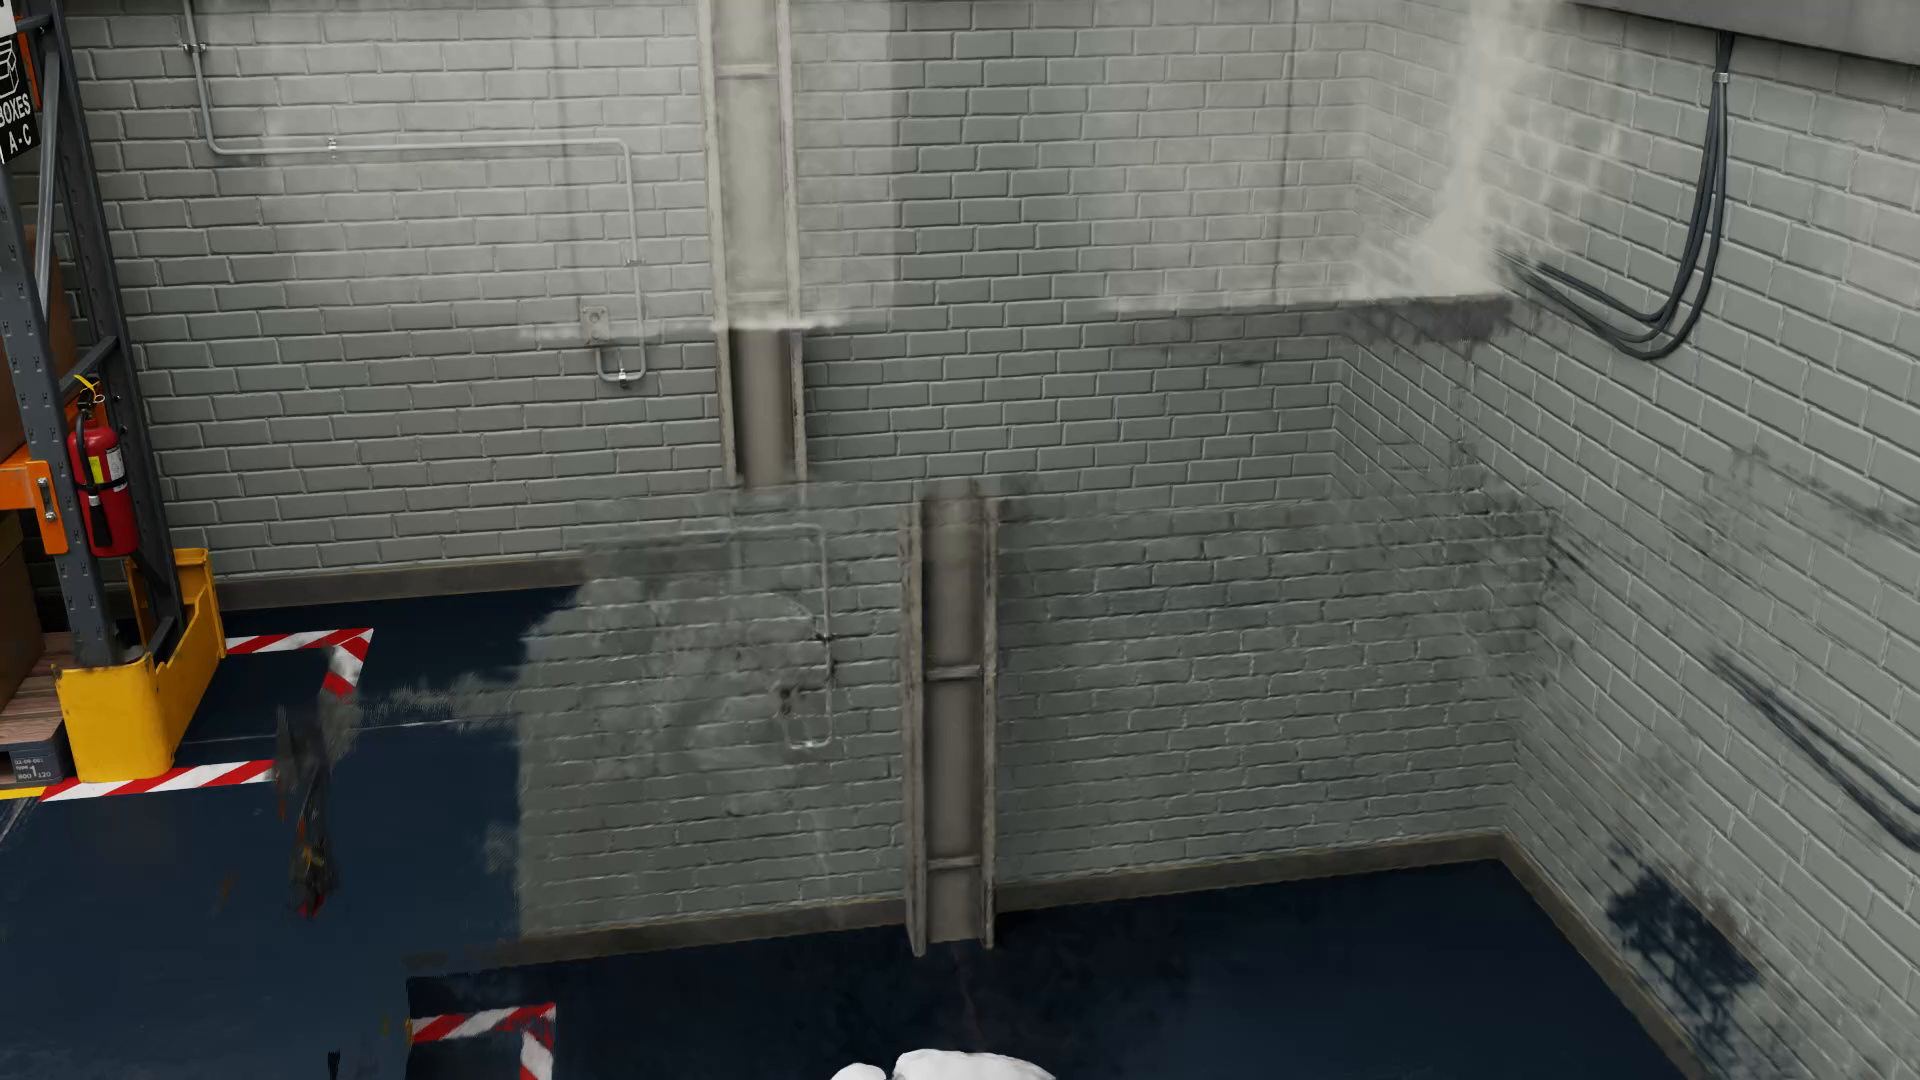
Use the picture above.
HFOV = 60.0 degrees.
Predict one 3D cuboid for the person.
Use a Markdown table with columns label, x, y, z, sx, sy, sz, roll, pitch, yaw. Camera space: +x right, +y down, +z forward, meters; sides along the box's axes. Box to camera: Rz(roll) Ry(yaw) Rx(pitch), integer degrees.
| label | x | y | z | sx | sy | sz | roll | pitch | yaw |
| --- | --- | --- | --- | --- | --- | --- | --- | --- | --- |
| person | -0.962 | 0.541 | 6.269 | 0.997 | 1.010 | 0.514 | -5 | 24 | -12 |
